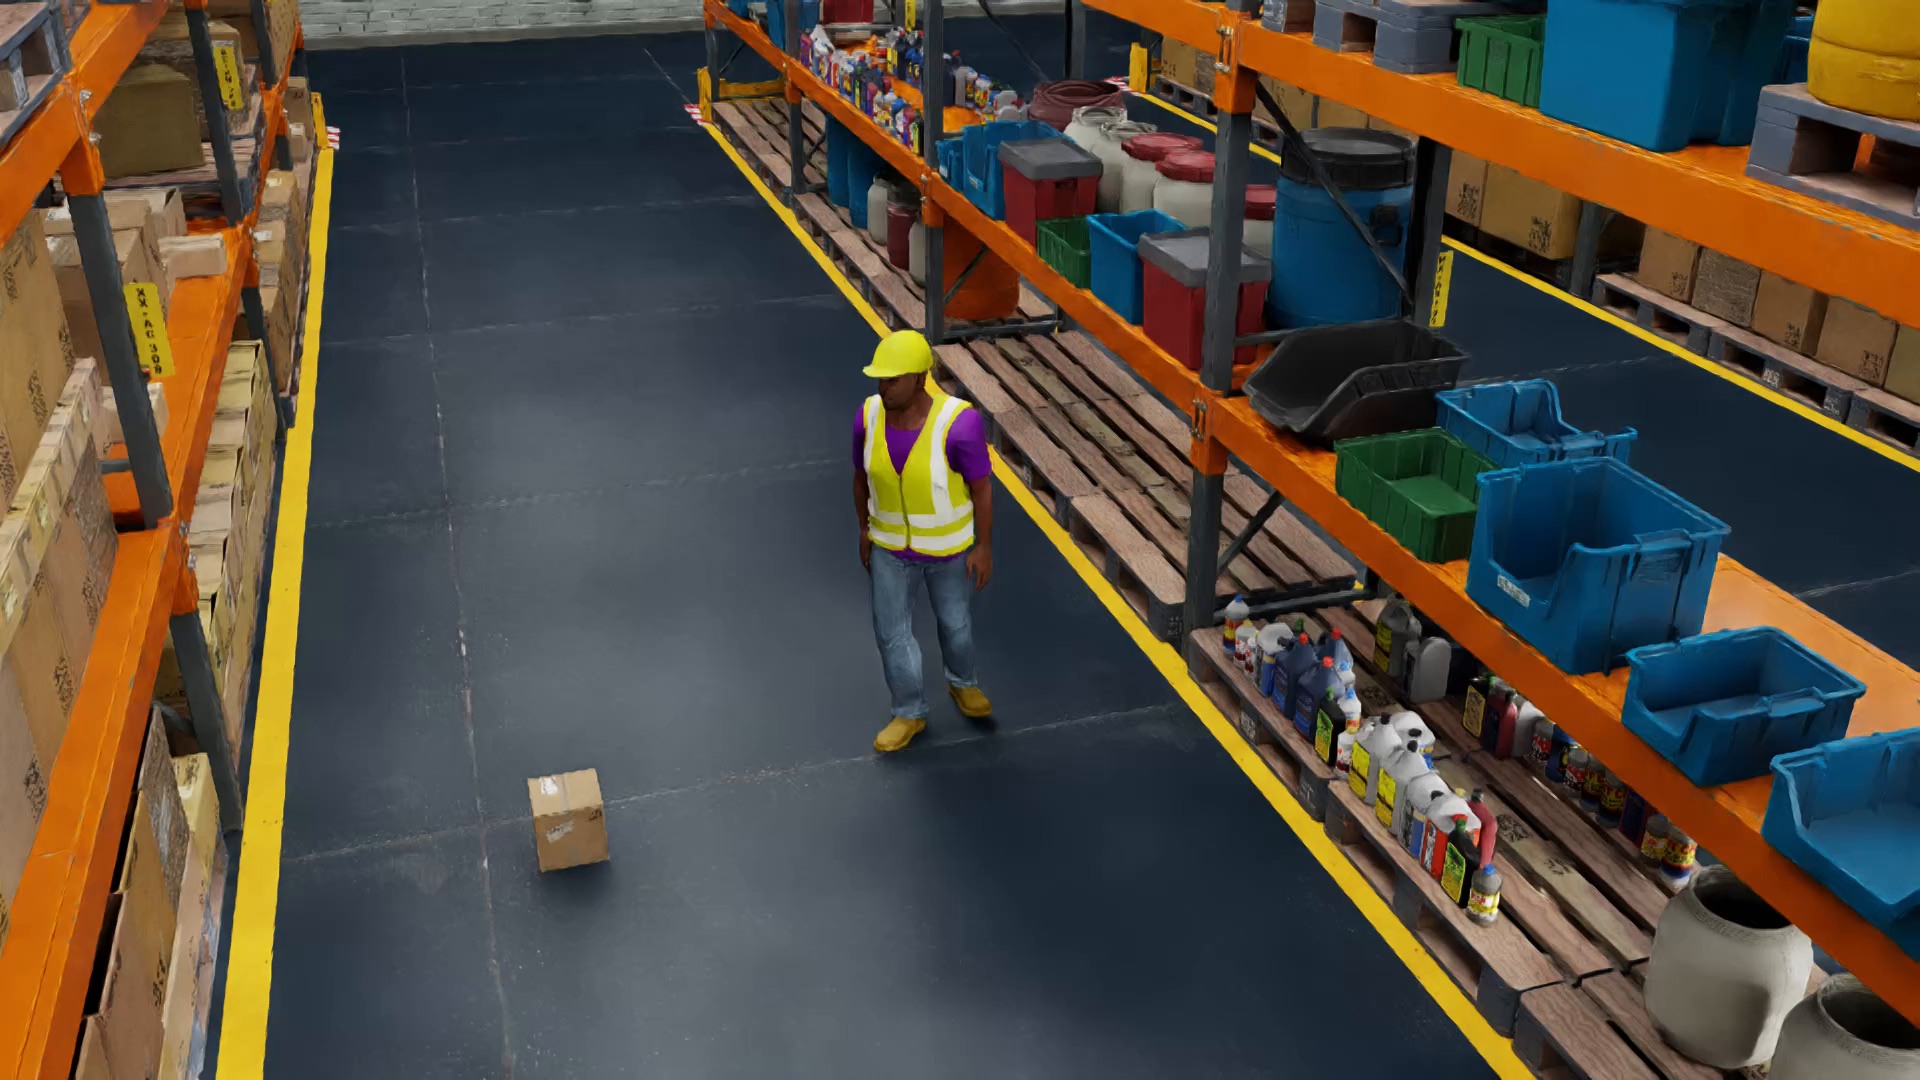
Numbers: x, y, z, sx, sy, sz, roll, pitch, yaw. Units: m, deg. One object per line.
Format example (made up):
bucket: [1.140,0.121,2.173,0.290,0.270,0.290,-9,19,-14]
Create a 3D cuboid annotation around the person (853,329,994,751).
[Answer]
person: [-0.143,-0.014,6.624,0.599,1.755,0.581,8,27,15]
